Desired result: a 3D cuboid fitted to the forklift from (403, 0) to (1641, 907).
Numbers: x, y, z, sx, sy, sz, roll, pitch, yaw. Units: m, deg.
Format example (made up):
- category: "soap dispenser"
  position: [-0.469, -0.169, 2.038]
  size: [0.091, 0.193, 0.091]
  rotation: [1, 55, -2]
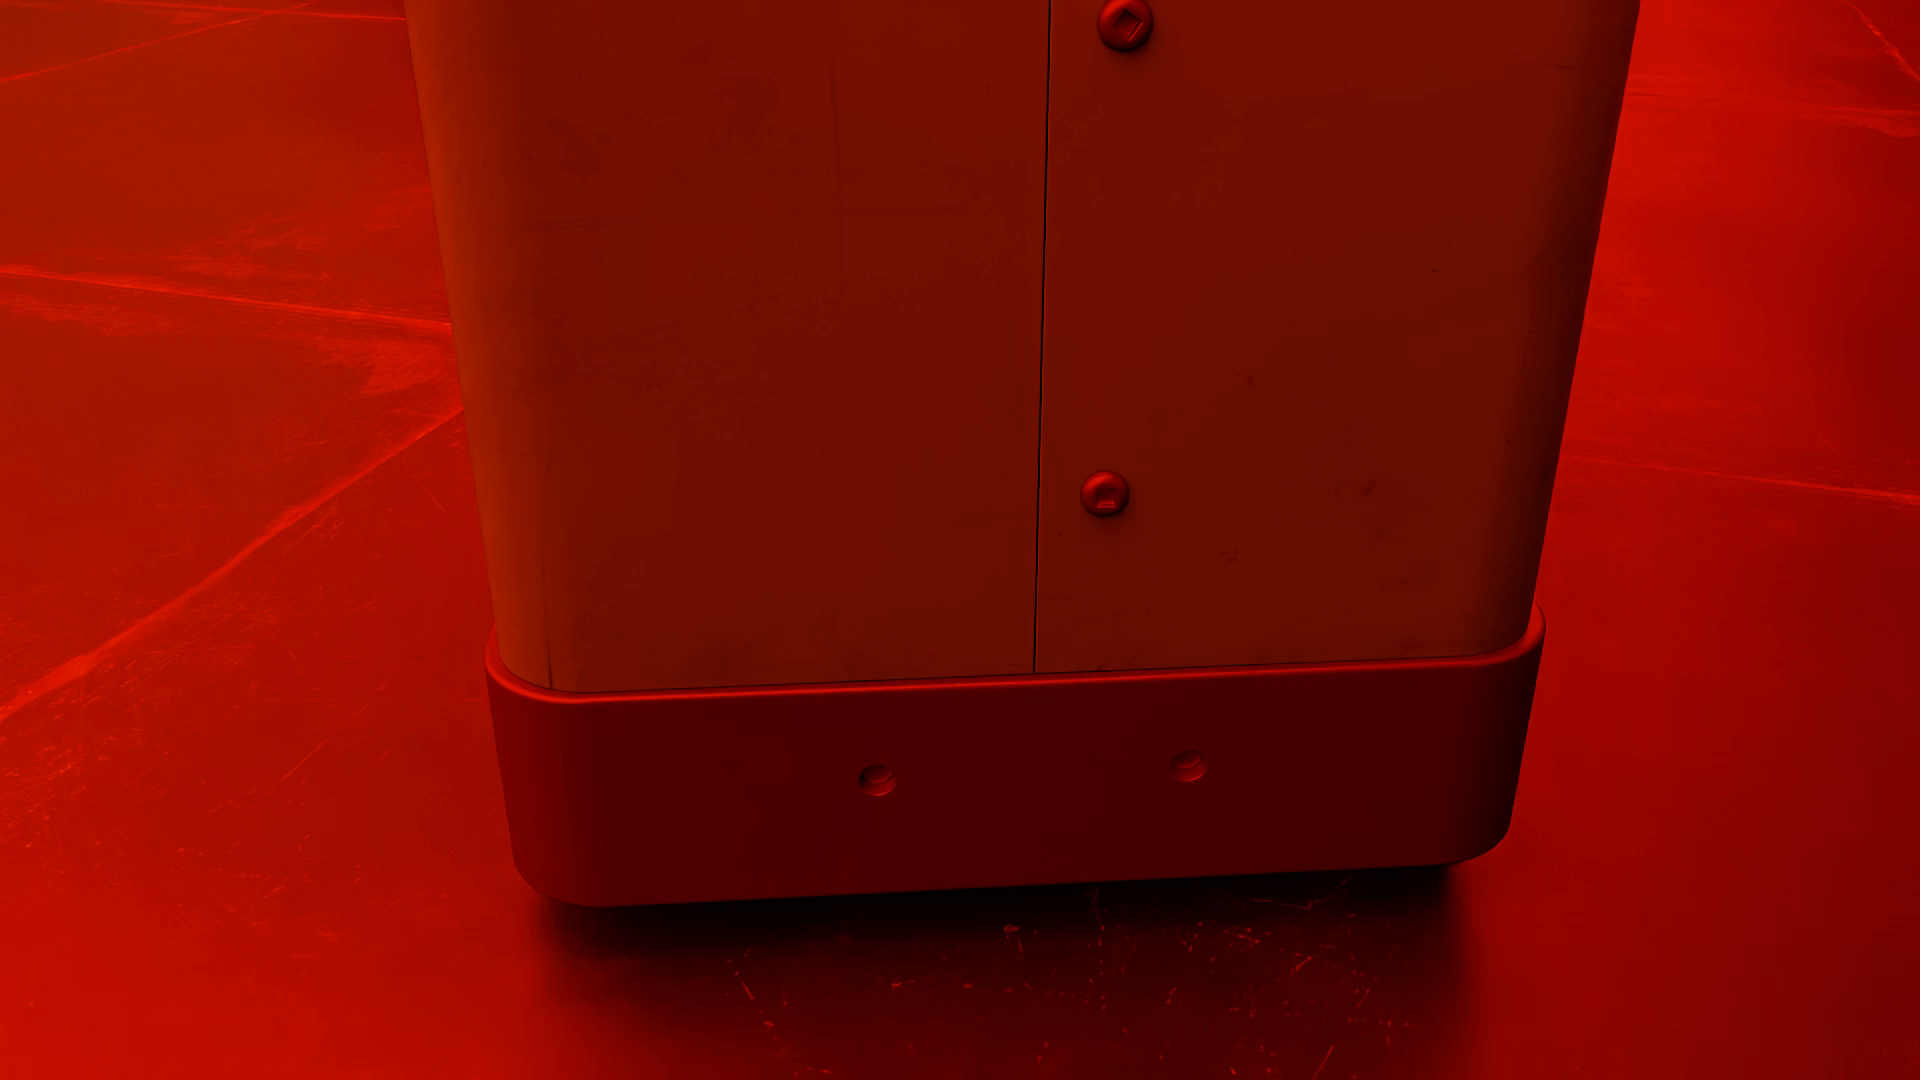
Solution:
- category: "forklift"
  position: [-0.048, -1.581, 2.374]
  size: [1.130, 2.935, 3.031]
  rotation: [-2, 27, -4]
